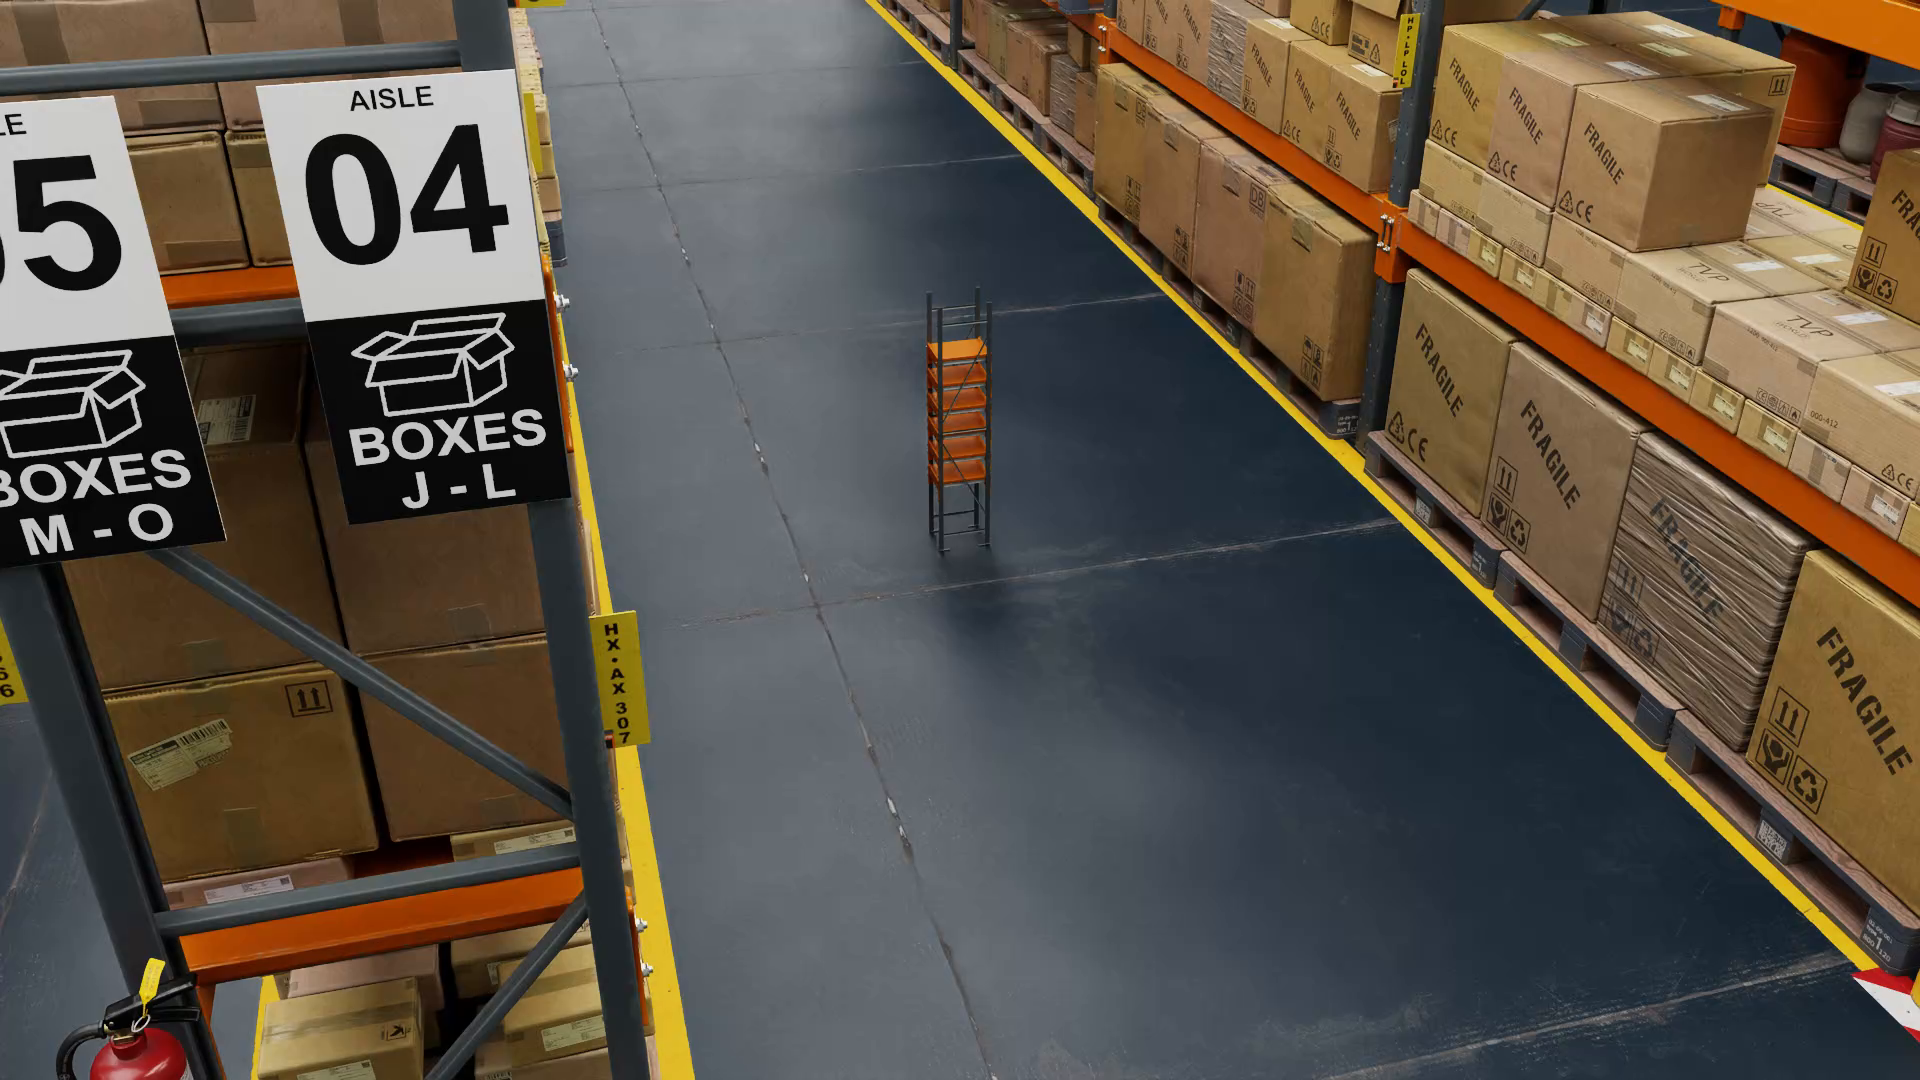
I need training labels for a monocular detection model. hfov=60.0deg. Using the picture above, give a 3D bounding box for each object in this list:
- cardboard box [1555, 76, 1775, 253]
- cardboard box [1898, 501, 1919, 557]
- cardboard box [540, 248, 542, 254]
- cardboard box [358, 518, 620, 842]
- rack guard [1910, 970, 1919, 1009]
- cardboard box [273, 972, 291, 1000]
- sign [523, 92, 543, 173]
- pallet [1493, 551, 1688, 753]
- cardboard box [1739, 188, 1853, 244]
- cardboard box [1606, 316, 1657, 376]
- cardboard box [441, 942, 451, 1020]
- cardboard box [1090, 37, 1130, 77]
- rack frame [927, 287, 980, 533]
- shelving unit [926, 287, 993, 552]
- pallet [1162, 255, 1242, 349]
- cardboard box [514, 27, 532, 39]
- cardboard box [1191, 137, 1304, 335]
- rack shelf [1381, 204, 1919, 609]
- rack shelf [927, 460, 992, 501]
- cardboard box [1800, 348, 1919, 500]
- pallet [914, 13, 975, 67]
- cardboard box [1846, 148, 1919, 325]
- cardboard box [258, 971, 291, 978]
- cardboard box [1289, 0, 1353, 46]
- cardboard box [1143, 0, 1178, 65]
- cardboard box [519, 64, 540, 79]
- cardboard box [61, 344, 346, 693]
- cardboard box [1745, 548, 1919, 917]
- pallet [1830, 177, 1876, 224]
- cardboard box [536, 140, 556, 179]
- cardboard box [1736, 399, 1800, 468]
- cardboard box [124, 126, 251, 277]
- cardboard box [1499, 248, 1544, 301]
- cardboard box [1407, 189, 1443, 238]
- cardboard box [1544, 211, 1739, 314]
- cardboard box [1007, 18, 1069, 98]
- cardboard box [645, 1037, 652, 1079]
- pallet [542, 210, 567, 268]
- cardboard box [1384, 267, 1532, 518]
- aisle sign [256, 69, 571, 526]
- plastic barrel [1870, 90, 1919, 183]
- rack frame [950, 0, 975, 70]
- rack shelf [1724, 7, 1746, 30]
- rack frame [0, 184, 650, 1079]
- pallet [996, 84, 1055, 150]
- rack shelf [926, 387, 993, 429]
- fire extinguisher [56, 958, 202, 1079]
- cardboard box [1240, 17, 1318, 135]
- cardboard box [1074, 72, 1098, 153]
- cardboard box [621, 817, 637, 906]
[{"bbox_3d":[2.675,-1.440,6.348,0.500,0.500,0.500,-9,31,-15],"label":"cardboard box"},{"bbox_3d":[3.107,-0.020,5.040,0.380,0.149,0.250,-8,31,-13],"label":"cardboard box"},{"bbox_3d":[-1.222,-0.364,3.989,0.500,0.500,0.500,-7,31,-12],"label":"cardboard box"},{"bbox_3d":[-1.072,0.310,3.823,0.500,0.500,0.500,-6,31,-11],"label":"cardboard box"},{"bbox_3d":[3.596,1.219,5.145,1.175,0.500,0.348,-8,31,-13],"label":"rack guard"},{"bbox_3d":[-1.774,1.192,4.827,0.380,0.149,0.250,-9,31,-15],"label":"cardboard box"},{"bbox_3d":[-1.759,-1.646,6.736,0.100,0.325,0.005,-8,31,-13],"label":"sign"},{"bbox_3d":[2.982,0.368,6.903,1.003,0.211,1.213,-8,31,-13],"label":"pallet"},{"bbox_3d":[3.174,-1.196,6.675,0.500,0.250,0.500,-7,31,-12],"label":"cardboard box"},{"bbox_3d":[2.701,-0.758,6.316,0.380,0.149,0.250,-9,31,-15],"label":"cardboard box"},{"bbox_3d":[-1.713,1.312,4.916,0.380,0.149,0.250,-8,31,-14],"label":"cardboard box"},{"bbox_3d":[1.260,-3.491,12.095,0.500,0.250,0.500,-7,31,-11],"label":"cardboard box"},{"bbox_3d":[-0.028,-0.570,7.538,0.240,1.200,0.006,-8,31,-13],"label":"rack frame"},{"bbox_3d":[-0.004,-0.526,7.462,0.258,1.200,0.189,-8,31,-13],"label":"shelving unit"},{"bbox_3d":[1.923,-1.553,10.222,1.003,0.211,1.213,-8,31,-13],"label":"pallet"},{"bbox_3d":[-2.286,-2.402,8.144,0.380,0.149,0.250,-7,31,-11],"label":"cardboard box"},{"bbox_3d":[2.101,-1.807,9.579,1.225,0.875,0.875,-9,31,-15],"label":"cardboard box"},{"bbox_3d":[3.059,-0.529,6.388,1.077,0.370,4.000,-8,31,-13],"label":"rack shelf"},{"bbox_3d":[-0.004,-0.280,7.604,0.258,0.103,0.180,-8,31,-13],"label":"rack shelf"},{"bbox_3d":[3.071,-0.382,5.269,0.500,0.250,0.500,-8,31,-14],"label":"cardboard box"},{"bbox_3d":[0.193,-4.783,15.803,1.003,0.211,1.213,-8,31,-13],"label":"pallet"},{"bbox_3d":[3.447,-1.022,5.625,0.500,0.500,0.500,-9,31,-15],"label":"cardboard box"},{"bbox_3d":[-1.806,1.071,4.737,0.380,0.149,0.250,-9,31,-14],"label":"cardboard box"},{"bbox_3d":[2.180,-2.924,8.707,0.797,0.503,0.637,-8,31,-13],"label":"cardboard box"},{"bbox_3d":[1.472,-3.262,10.292,0.500,0.500,0.500,-9,31,-15],"label":"cardboard box"},{"bbox_3d":[-2.087,-2.036,7.511,0.380,0.149,0.250,-8,31,-13],"label":"cardboard box"},{"bbox_3d":[-1.580,-0.057,3.459,0.500,0.500,0.500,-8,31,-14],"label":"cardboard box"},{"bbox_3d":[3.343,0.565,5.482,0.875,0.875,0.875,-8,31,-13],"label":"cardboard box"},{"bbox_3d":[6.812,-2.227,11.387,1.003,0.211,1.213,-8,31,-13],"label":"pallet"},{"bbox_3d":[-1.942,-1.649,7.139,0.380,0.149,0.250,-7,31,-12],"label":"cardboard box"},{"bbox_3d":[2.906,-0.387,5.676,0.380,0.149,0.250,-9,31,-14],"label":"cardboard box"},{"bbox_3d":[-1.595,-0.682,3.089,0.500,0.250,0.500,-9,31,-14],"label":"cardboard box"},{"bbox_3d":[2.498,-1.130,6.959,0.380,0.149,0.250,-9,31,-15],"label":"cardboard box"},{"bbox_3d":[2.286,-1.511,7.617,0.380,0.149,0.250,-8,31,-13],"label":"cardboard box"},{"bbox_3d":[2.671,-1.118,6.541,0.500,0.250,0.500,-7,31,-12],"label":"cardboard box"},{"bbox_3d":[0.804,-3.977,13.682,0.700,0.500,0.500,-11,32,-18],"label":"cardboard box"},{"bbox_3d":[-1.049,1.492,4.604,0.380,0.149,0.250,-7,31,-12],"label":"cardboard box"},{"bbox_3d":[-2.343,-1.501,7.541,1.003,0.211,1.213,-8,31,-13],"label":"pallet"},{"bbox_3d":[2.626,-0.739,7.735,0.875,0.875,0.875,-8,31,-13],"label":"cardboard box"},{"bbox_3d":[-0.910,-0.394,2.841,0.394,0.787,0.004,-8,31,-13],"label":"aisle sign"},{"bbox_3d":[6.688,-2.756,11.505,0.600,0.588,0.708,-8,31,-13],"label":"plastic barrel"},{"bbox_3d":[0.405,-5.670,14.552,1.000,3.000,0.127,-8,31,-13],"label":"rack frame"},{"bbox_3d":[6.773,-3.120,10.864,1.077,0.370,4.000,-8,31,-13],"label":"rack shelf"},{"bbox_3d":[-1.219,0.736,3.484,1.000,3.000,0.127,-8,31,-13],"label":"rack frame"},{"bbox_3d":[0.940,-3.497,13.582,1.003,0.211,1.213,-8,31,-13],"label":"pallet"},{"bbox_3d":[-0.004,-0.592,7.424,0.258,0.103,0.180,-8,31,-13],"label":"rack shelf"},{"bbox_3d":[-1.597,1.114,3.281,0.296,0.674,0.183,-8,31,-13],"label":"fire extinguisher"},{"bbox_3d":[1.871,-2.531,9.028,0.500,0.500,0.500,-8,31,-14],"label":"cardboard box"},{"bbox_3d":[1.269,-3.168,12.285,0.700,0.500,0.500,-9,31,-16],"label":"cardboard box"},{"bbox_3d":[-1.163,0.976,4.901,0.380,0.149,0.250,-8,31,-13],"label":"cardboard box"}]
